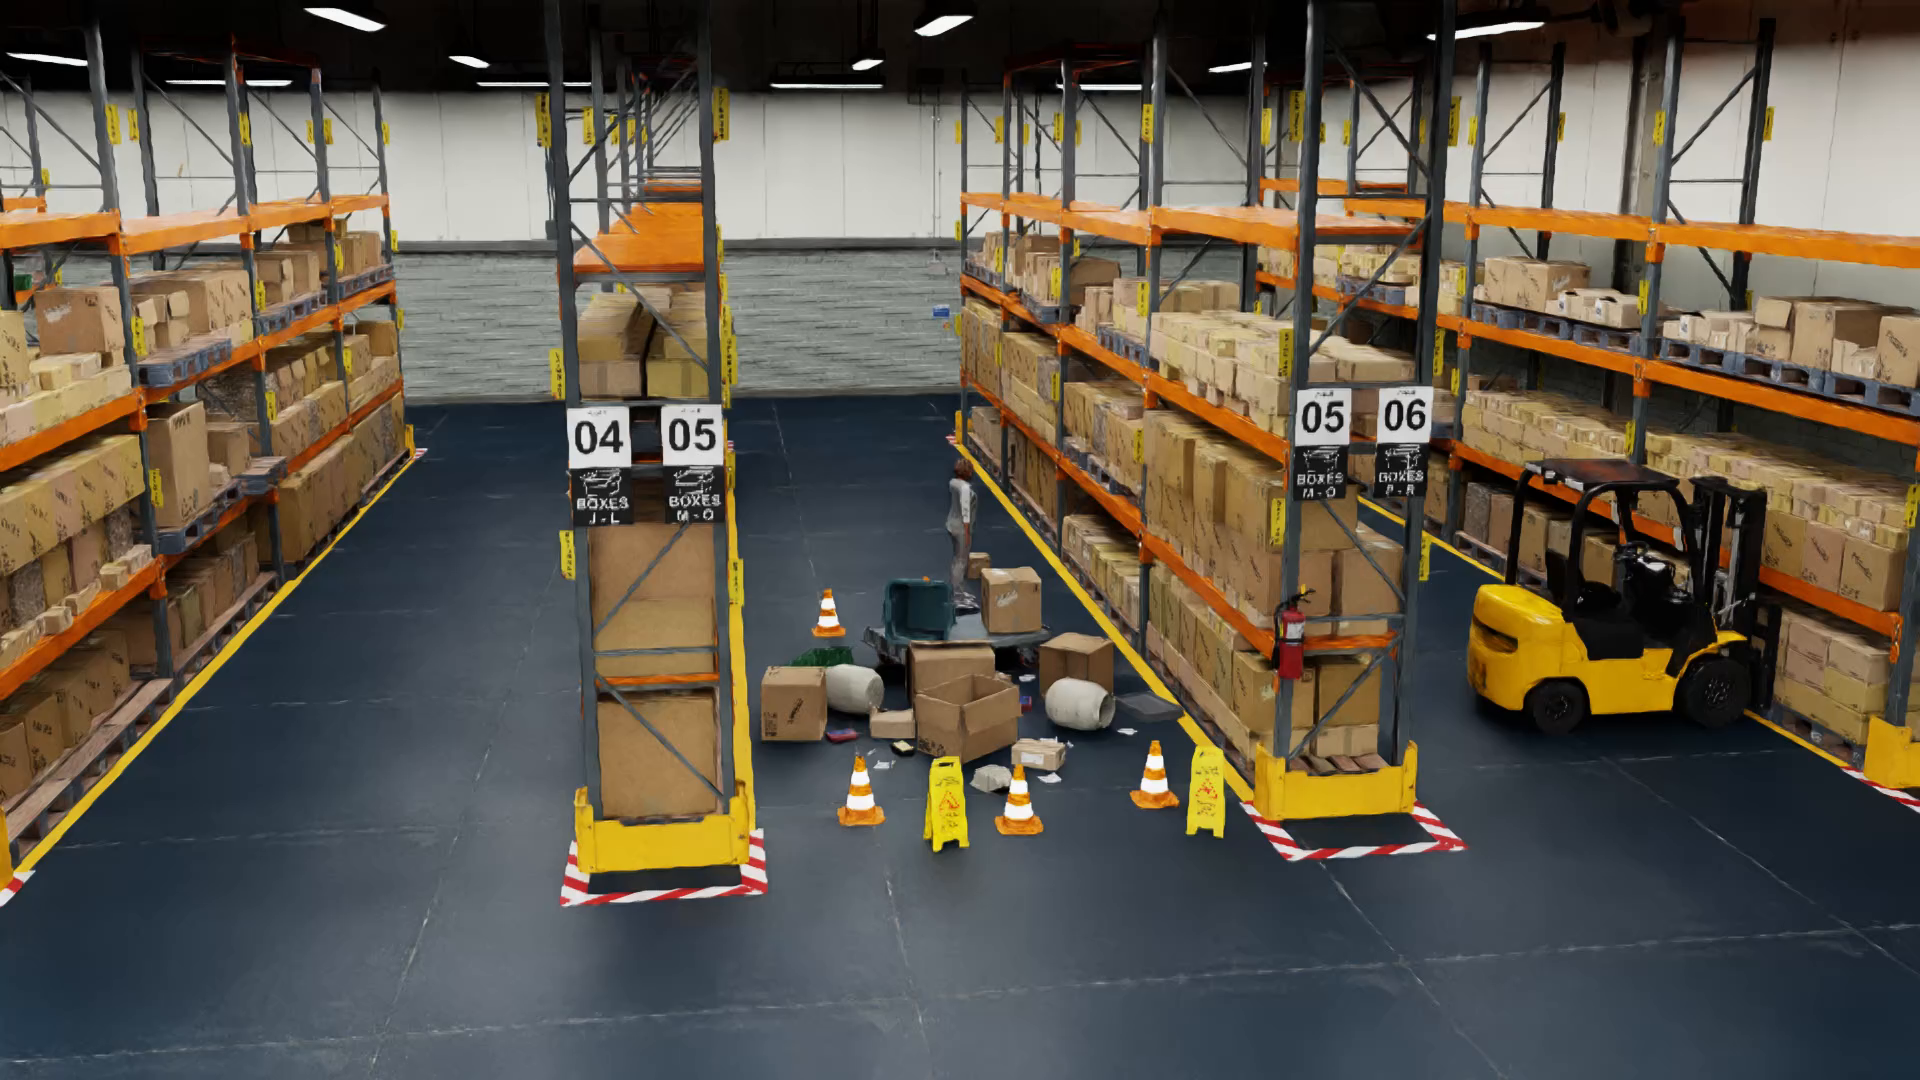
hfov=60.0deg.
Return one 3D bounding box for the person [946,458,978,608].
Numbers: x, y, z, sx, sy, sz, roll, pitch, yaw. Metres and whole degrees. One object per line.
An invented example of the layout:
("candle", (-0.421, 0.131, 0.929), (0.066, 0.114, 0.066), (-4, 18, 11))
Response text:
("person", (0.026, -0.092, 17.792), (0.337, 1.605, 0.467), (-4, 14, -16))
